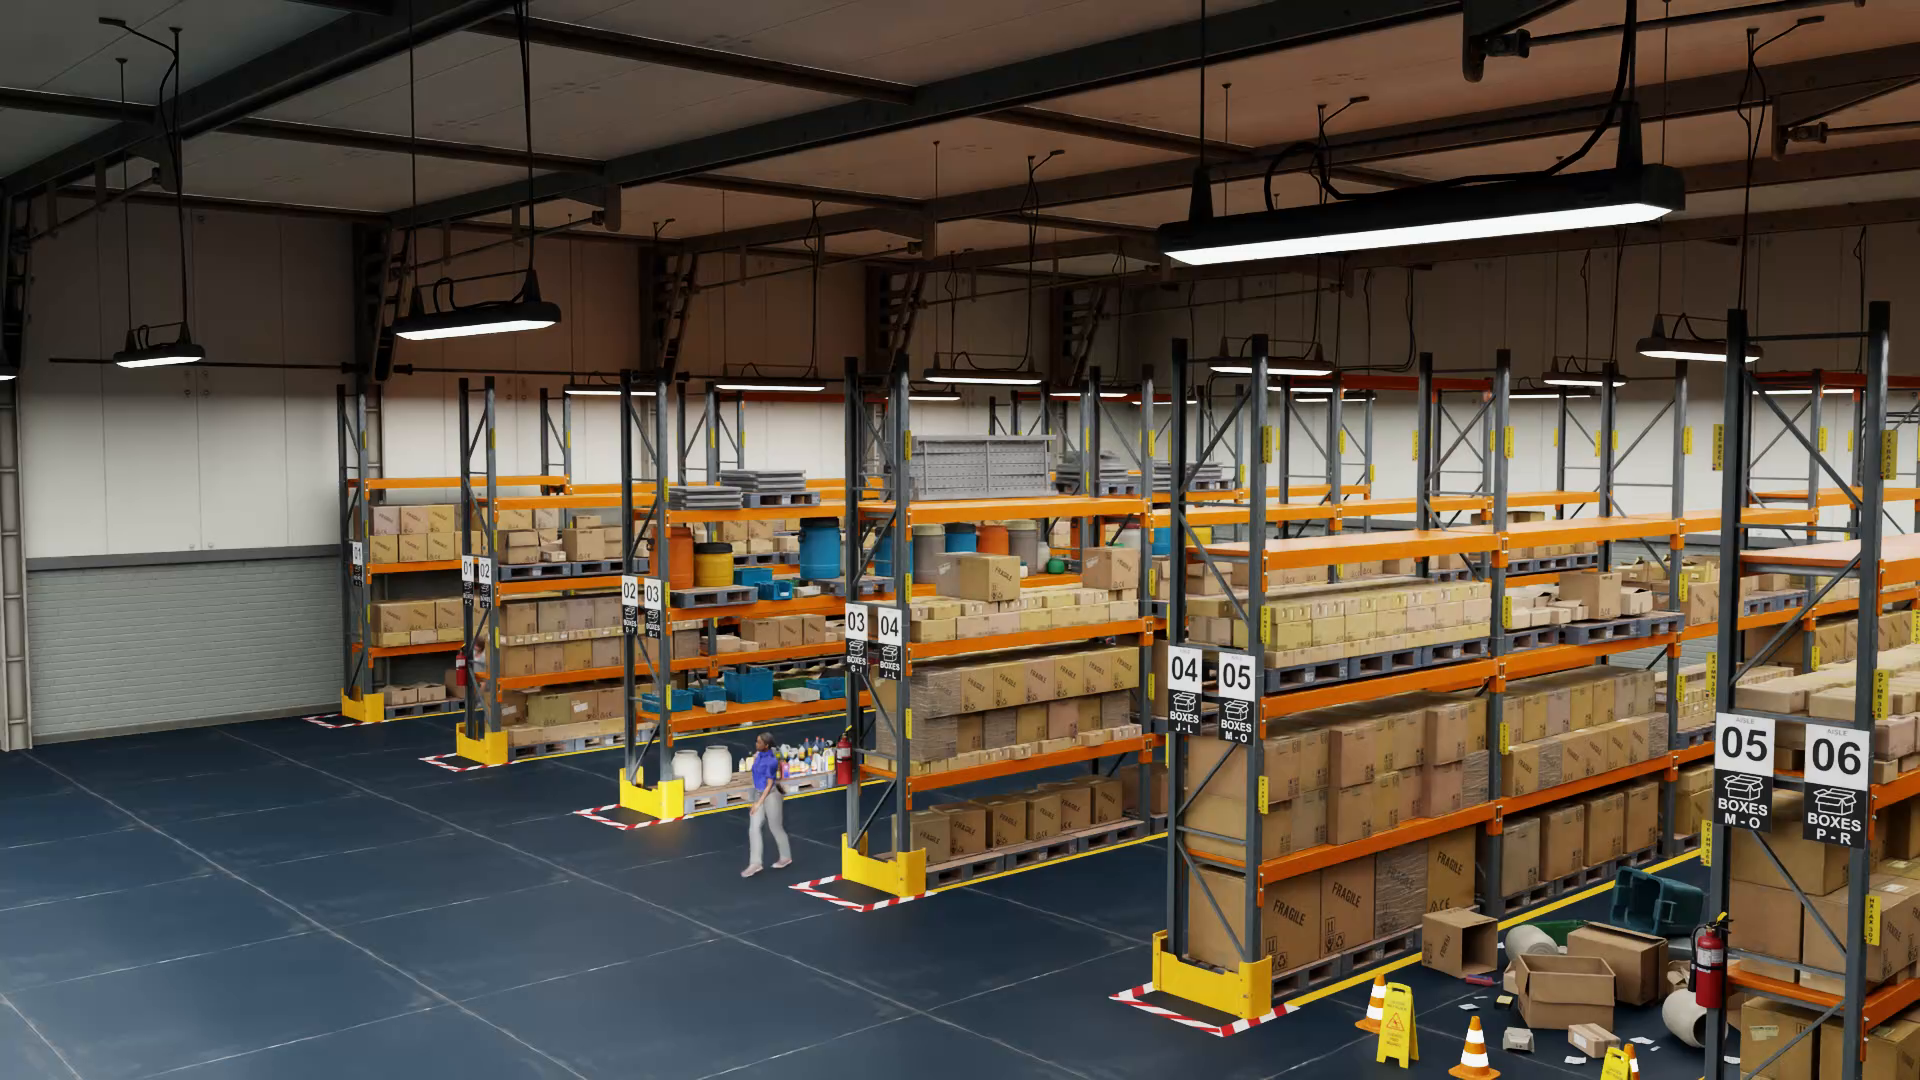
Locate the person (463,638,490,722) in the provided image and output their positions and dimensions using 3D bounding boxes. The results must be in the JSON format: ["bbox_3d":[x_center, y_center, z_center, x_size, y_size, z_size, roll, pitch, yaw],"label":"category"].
[{"bbox_3d":[-8.355,2.472,28.877,0.447,1.544,0.919,0,4,4],"label":"person"}]

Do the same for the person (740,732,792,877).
[{"bbox_3d":[-2.273,3.072,19.486,0.709,1.661,0.470,-3,5,-39],"label":"person"}]
